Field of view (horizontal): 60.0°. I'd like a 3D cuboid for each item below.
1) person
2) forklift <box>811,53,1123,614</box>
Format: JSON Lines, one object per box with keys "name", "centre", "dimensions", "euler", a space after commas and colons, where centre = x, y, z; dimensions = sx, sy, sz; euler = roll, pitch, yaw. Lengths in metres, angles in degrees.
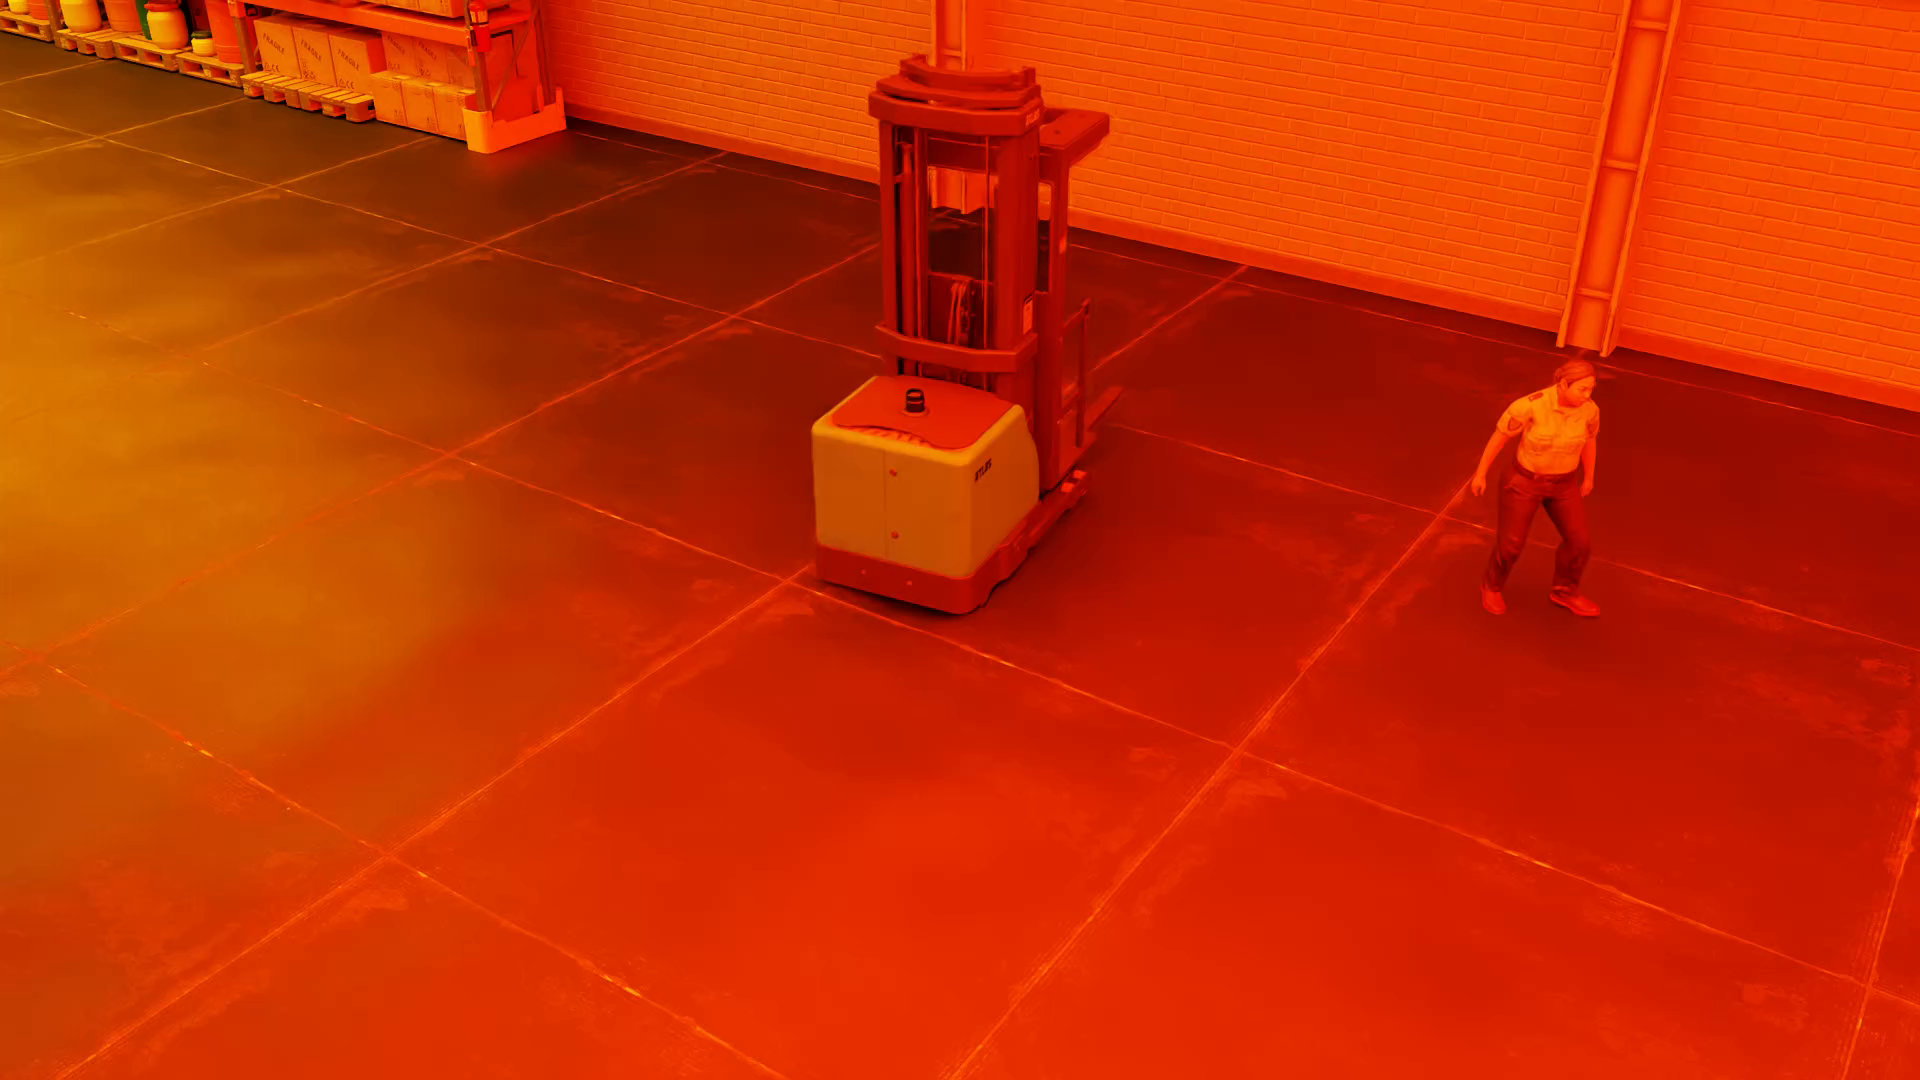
{"name": "person", "centre": [3.331, -0.306, 9.449], "dimensions": [0.814, 1.607, 0.389], "euler": [-2, 30, -3]}
{"name": "forklift", "centre": [0.219, -1.559, 10.266], "dimensions": [1.130, 2.935, 3.031], "euler": [13, 33, 22]}
